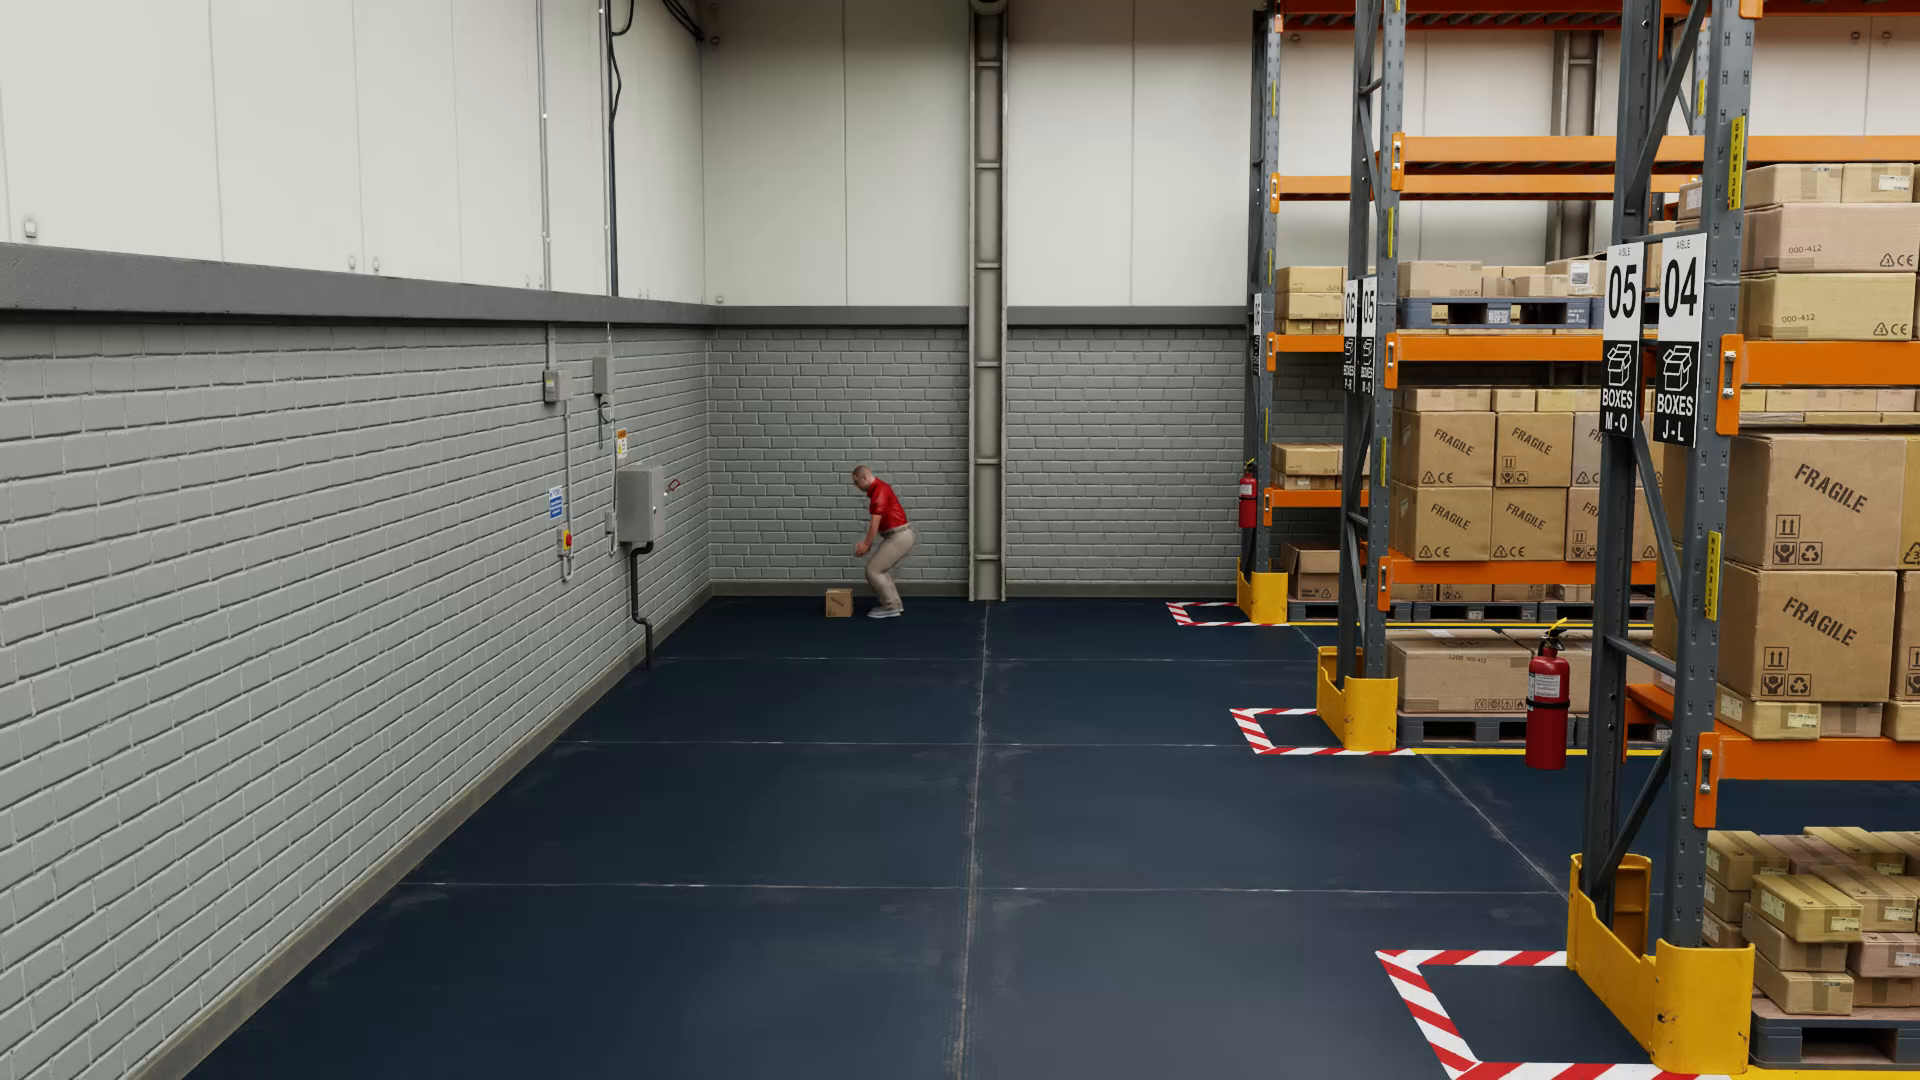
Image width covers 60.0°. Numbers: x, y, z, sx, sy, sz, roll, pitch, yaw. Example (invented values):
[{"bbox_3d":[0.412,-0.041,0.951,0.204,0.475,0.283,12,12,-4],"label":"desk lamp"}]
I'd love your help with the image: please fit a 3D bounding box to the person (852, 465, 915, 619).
[{"bbox_3d":[-0.762,0.017,16.612,0.621,1.513,0.586,0,7,2],"label":"person"}]
